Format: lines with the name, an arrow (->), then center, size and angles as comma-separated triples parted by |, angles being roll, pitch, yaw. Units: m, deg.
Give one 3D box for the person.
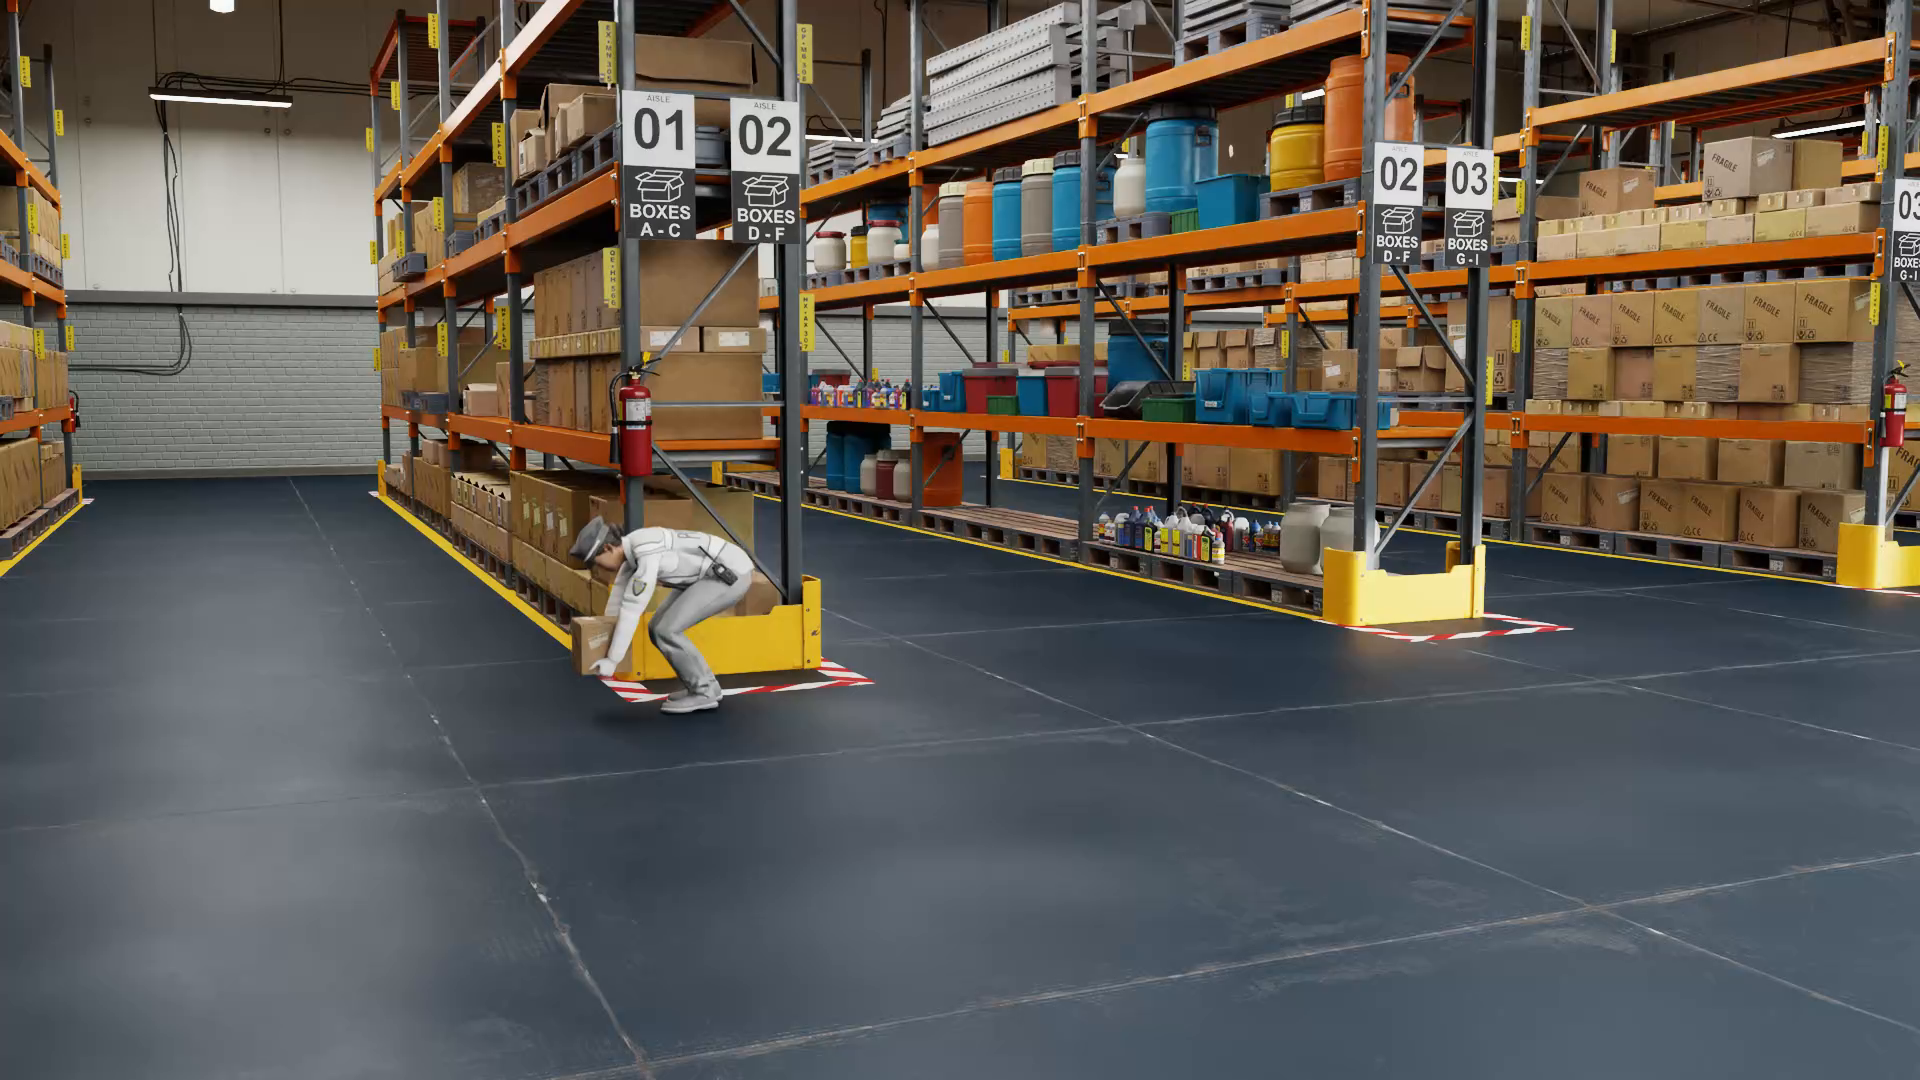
person -> -1.491, 0.360, 8.299 | 0.907, 0.990, 0.453 | -2, 6, -19
